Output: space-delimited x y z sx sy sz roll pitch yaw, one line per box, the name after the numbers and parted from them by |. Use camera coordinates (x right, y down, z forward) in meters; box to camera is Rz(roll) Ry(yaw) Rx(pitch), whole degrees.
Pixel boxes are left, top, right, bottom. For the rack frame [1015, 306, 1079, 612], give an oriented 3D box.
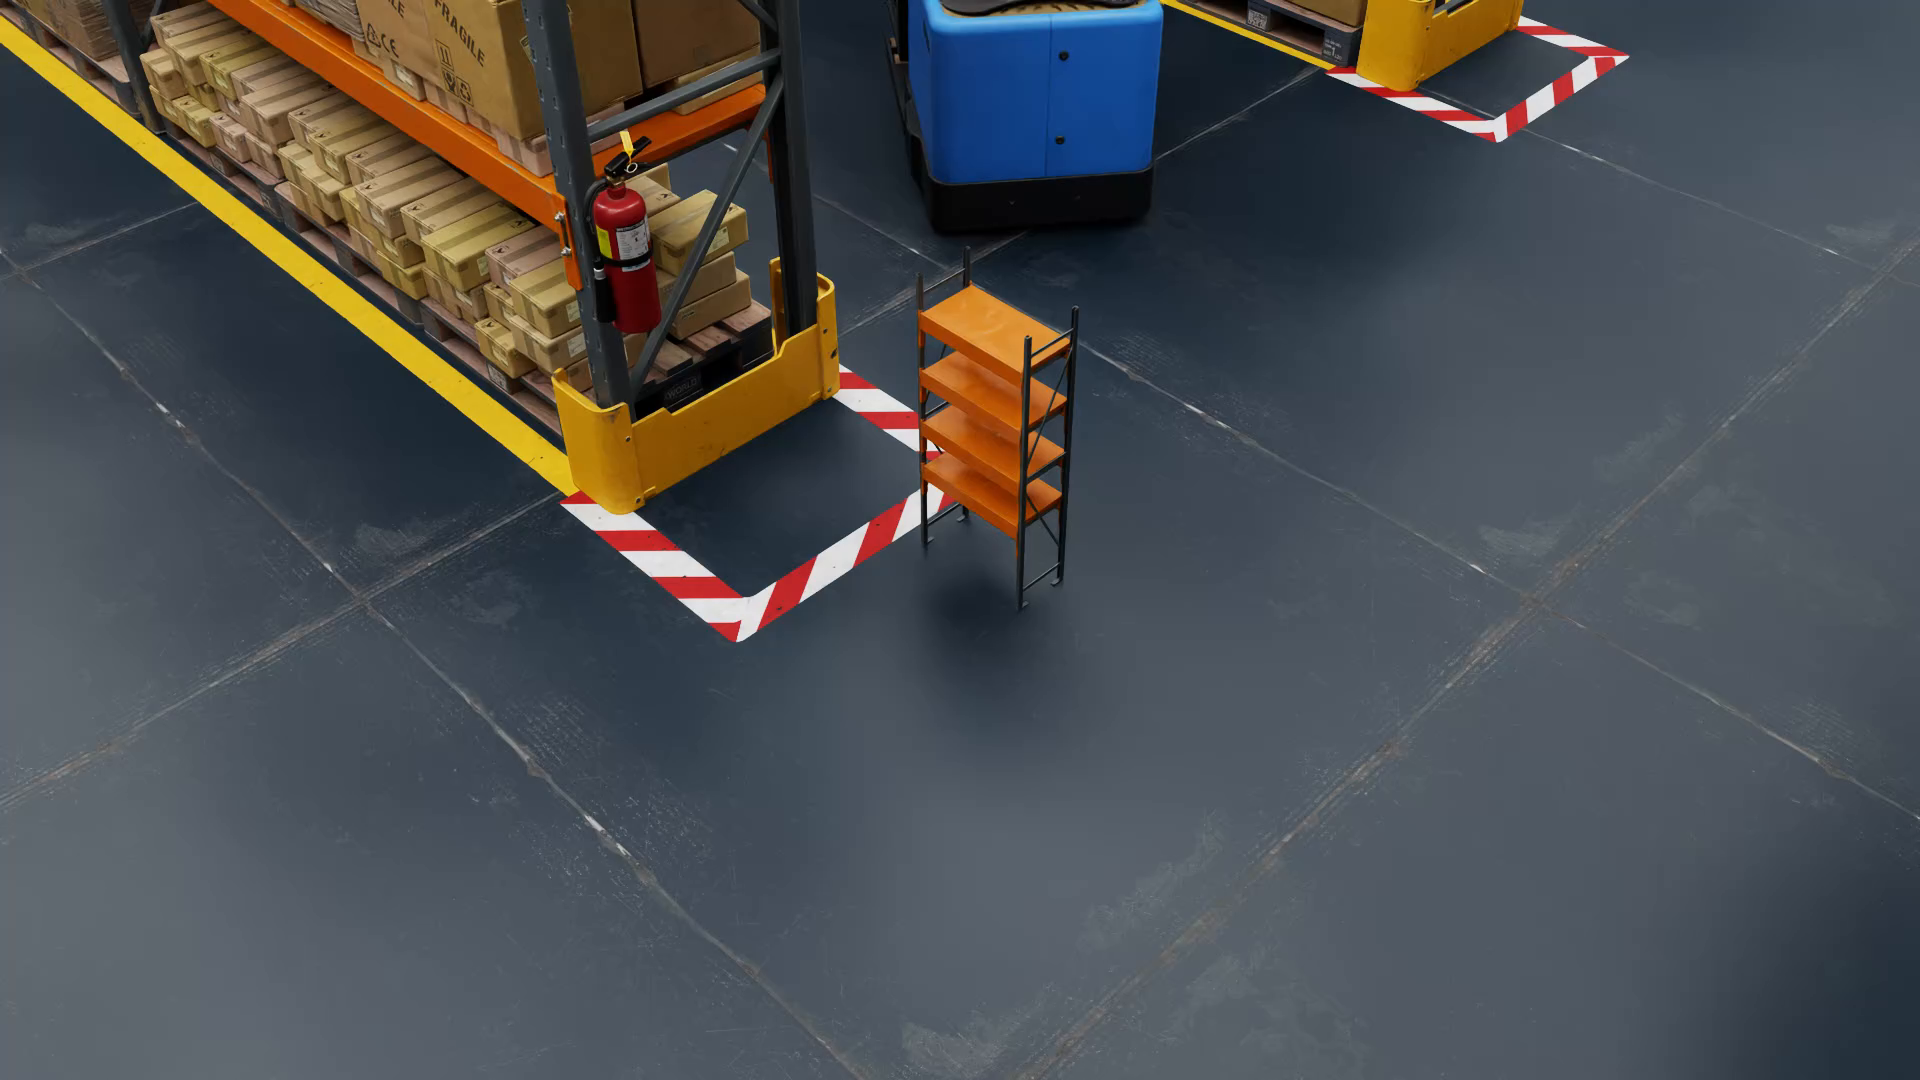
0.289 -0.244 5.630 0.240 1.200 0.015 -34 53 -31 | rack frame

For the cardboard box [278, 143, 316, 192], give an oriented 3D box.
-2.810 -1.711 7.464 0.250 0.149 0.380 34 52 31 | cardboard box

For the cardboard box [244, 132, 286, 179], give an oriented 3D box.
-3.134 -1.885 7.870 0.250 0.149 0.380 33 52 31 | cardboard box

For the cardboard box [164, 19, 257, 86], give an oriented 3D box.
-3.529 -2.327 7.911 0.380 0.149 0.250 -31 51 -29 | cardboard box

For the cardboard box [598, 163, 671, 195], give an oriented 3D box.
-1.450 -1.502 7.018 0.250 0.149 0.380 34 53 31 | cardboard box

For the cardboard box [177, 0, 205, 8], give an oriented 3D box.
-4.113 -3.145 8.976 0.500 0.500 0.500 -32 51 -30 | cardboard box

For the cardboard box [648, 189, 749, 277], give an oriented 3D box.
-1.083 -1.245 6.740 0.250 0.149 0.380 32 51 30 | cardboard box

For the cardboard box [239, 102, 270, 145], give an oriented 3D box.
-3.121 -2.006 7.783 0.250 0.149 0.380 32 51 30 | cardboard box

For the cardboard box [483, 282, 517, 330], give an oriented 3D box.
-1.675 -0.989 6.682 0.250 0.149 0.380 33 52 31 | cardboard box

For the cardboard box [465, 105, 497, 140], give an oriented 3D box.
-1.533 -1.571 5.925 0.250 0.149 0.380 34 53 31 | cardboard box

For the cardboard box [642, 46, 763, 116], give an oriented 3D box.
-0.950 -1.725 6.092 0.250 0.149 0.380 34 52 31 | cardboard box

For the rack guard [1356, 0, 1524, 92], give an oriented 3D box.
2.646 -2.904 9.024 1.175 0.500 0.348 -34 53 -31 | rack guard

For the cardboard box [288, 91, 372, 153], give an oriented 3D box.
-2.743 -1.862 7.407 0.250 0.149 0.380 32 51 30 | cardboard box

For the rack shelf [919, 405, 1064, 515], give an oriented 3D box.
0.117 -0.312 5.802 0.258 0.148 0.480 -34 53 -31 | rack shelf

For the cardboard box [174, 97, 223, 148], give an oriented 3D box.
-3.561 -2.077 8.079 0.380 0.149 0.250 -33 52 -30 | cardboard box

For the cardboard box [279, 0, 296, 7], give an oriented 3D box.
-2.624 -2.325 6.741 0.380 0.149 0.250 -32 52 -30 | cardboard box

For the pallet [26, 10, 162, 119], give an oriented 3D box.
-4.329 -2.776 9.099 1.003 0.211 1.213 -34 53 -31 | pallet

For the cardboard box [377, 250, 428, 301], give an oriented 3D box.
-2.260 -1.213 7.144 0.250 0.149 0.380 32 51 30 | cardboard box

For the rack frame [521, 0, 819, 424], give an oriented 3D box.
-0.954 -1.505 5.668 1.000 3.000 0.127 -34 53 -31 | rack frame

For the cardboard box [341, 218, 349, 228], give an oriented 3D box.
-2.564 -1.511 7.467 0.380 0.149 0.250 -33 52 -30 | cardboard box

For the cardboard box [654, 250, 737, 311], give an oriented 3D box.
-1.142 -1.096 6.798 0.380 0.149 0.250 -32 51 -30 | cardboard box

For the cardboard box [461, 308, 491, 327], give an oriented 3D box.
-1.852 -1.008 6.922 0.250 0.149 0.380 34 52 31 | cardboard box

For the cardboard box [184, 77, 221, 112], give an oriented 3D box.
-3.507 -2.237 8.033 0.380 0.149 0.250 -34 52 -31 | cardboard box

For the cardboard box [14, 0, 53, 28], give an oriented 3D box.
-4.842 -3.144 8.975 0.500 0.500 0.500 33 52 30 | cardboard box

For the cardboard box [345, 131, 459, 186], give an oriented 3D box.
-2.391 -1.612 7.137 0.250 0.149 0.380 32 52 30 | cardboard box

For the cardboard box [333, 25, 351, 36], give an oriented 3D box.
-2.231 -2.095 6.492 0.250 0.149 0.380 32 51 30 | cardboard box

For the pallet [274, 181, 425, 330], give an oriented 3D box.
-2.413 -1.510 7.729 1.003 0.211 1.213 -34 53 -31 | pallet

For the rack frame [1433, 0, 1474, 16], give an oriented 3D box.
2.629 -3.833 8.188 1.000 3.000 0.127 -34 53 -31 | rack frame

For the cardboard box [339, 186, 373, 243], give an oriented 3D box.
-2.440 -1.462 7.193 0.380 0.149 0.250 -31 51 -29 | cardboard box

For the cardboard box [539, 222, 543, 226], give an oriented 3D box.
-1.623 -1.395 7.341 0.380 0.149 0.250 -33 52 -31 | cardboard box

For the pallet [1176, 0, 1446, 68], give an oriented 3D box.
2.009 -3.156 9.510 1.003 0.211 1.213 -34 53 -31 | pallet

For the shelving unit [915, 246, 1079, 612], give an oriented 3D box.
0.117 -0.361 5.757 0.258 1.200 0.503 -34 53 -31 | shelving unit

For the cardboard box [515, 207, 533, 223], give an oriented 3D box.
-2.014 -1.265 6.981 0.250 0.149 0.380 34 52 31 | cardboard box

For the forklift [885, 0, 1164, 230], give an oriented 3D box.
0.193 -3.511 7.890 1.130 2.935 3.031 -5 43 -6 | forklift

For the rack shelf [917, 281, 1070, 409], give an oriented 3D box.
0.117 -0.650 5.490 0.258 0.148 0.480 -34 53 -31 | rack shelf

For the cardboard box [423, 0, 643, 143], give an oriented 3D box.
-1.453 -1.743 5.633 0.500 0.500 0.500 -33 52 -31 | cardboard box

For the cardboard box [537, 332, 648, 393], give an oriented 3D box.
-1.473 -0.765 6.659 0.380 0.149 0.250 -33 52 -31 | cardboard box

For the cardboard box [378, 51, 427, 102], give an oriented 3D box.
-1.918 -1.796 6.168 0.380 0.149 0.250 -33 52 -30 | cardboard box

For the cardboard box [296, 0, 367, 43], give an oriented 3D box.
-2.178 -2.232 6.163 0.500 0.500 0.500 -34 52 -31 | cardboard box

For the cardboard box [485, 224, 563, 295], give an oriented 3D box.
-1.644 -1.112 6.596 0.380 0.149 0.250 -33 52 -31 | cardboard box

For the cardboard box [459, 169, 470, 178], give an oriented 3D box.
-2.111 -1.697 7.449 0.380 0.149 0.250 -31 51 -29 | cardboard box

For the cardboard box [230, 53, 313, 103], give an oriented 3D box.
-3.116 -2.115 7.681 0.250 0.149 0.380 33 52 30 | cardboard box

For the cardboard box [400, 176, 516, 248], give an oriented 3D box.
-2.055 -1.330 6.832 0.250 0.149 0.380 32 52 30 | cardboard box
